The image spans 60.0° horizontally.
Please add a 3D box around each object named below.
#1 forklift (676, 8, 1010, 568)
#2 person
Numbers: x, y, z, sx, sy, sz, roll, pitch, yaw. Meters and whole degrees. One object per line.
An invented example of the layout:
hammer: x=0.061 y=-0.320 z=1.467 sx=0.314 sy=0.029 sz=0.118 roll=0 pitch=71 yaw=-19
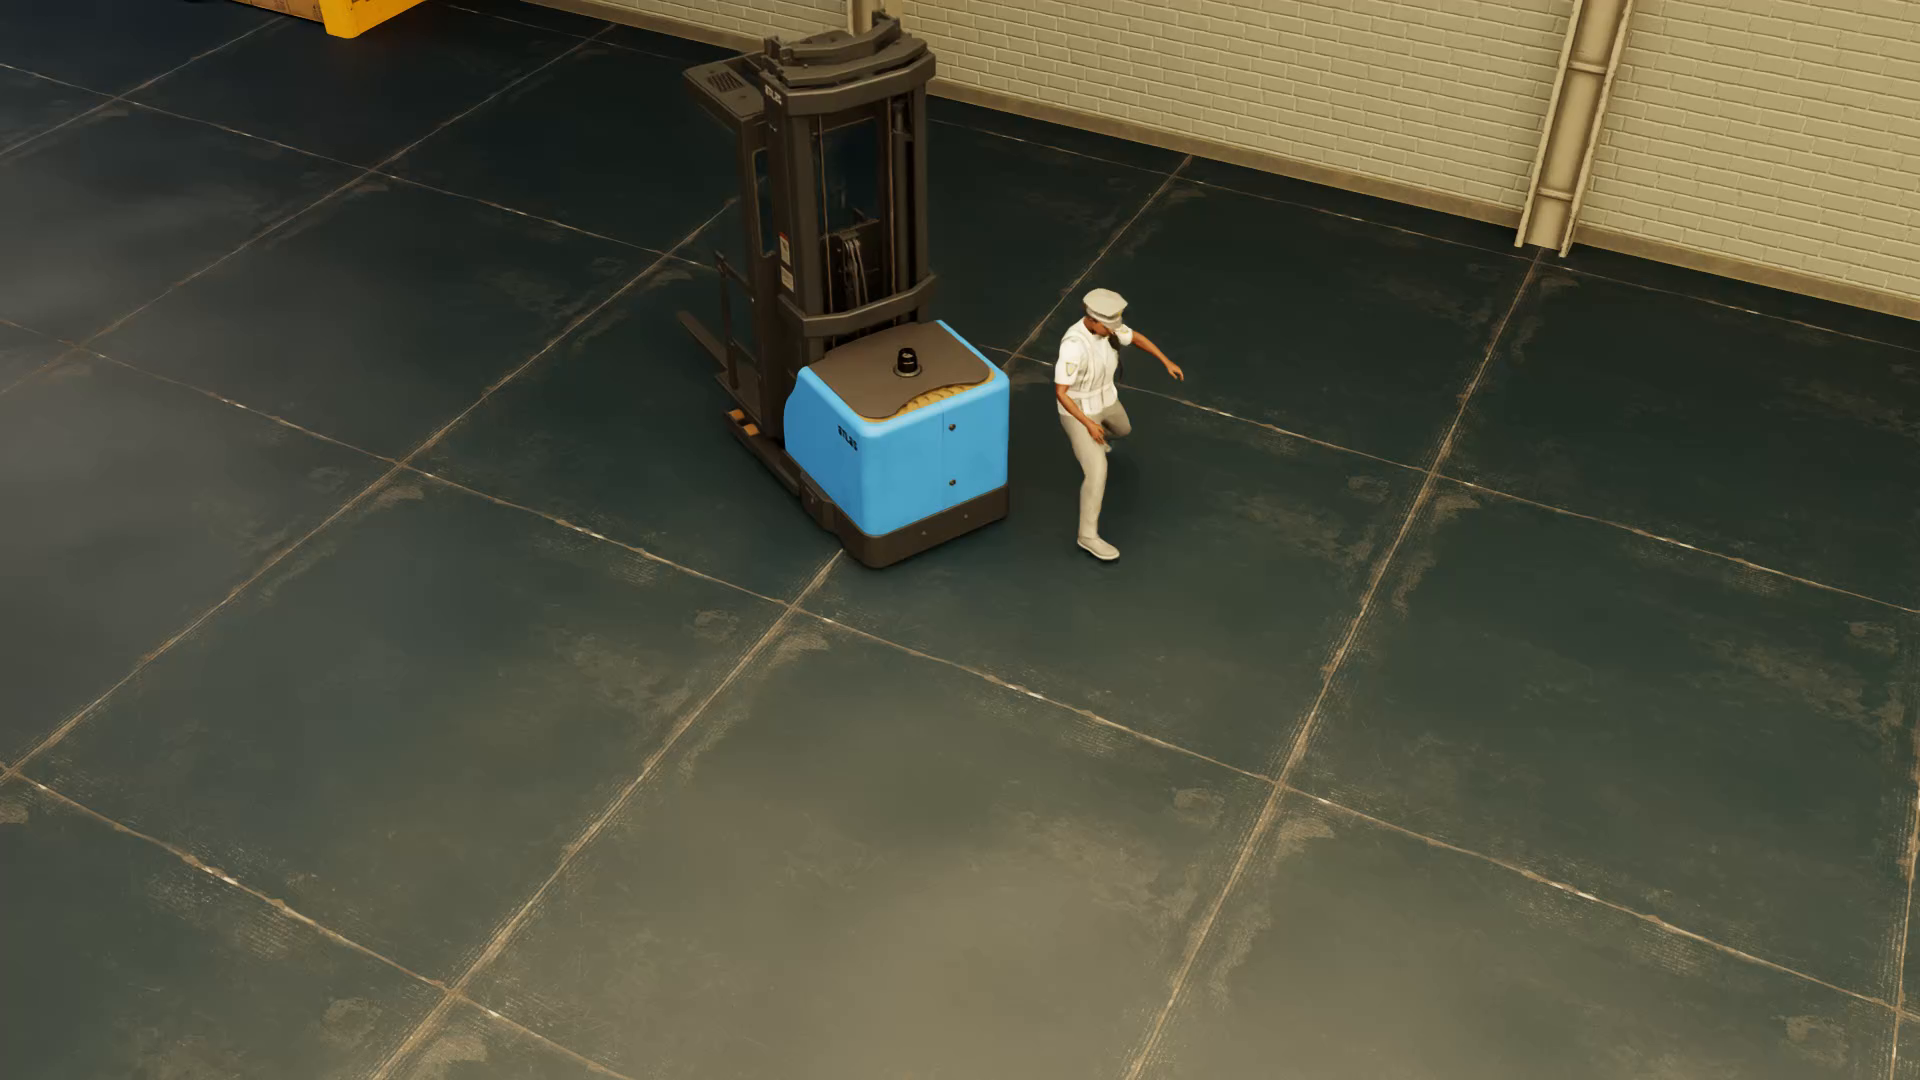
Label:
forklift: x=-0.918 y=-1.874 z=10.211 sx=1.130 sy=2.935 sz=3.031 roll=-23 pitch=45 yaw=-25
person: x=0.887 y=-0.810 z=10.114 sx=0.937 sy=1.515 sz=0.983 roll=30 pitch=48 yaw=30
